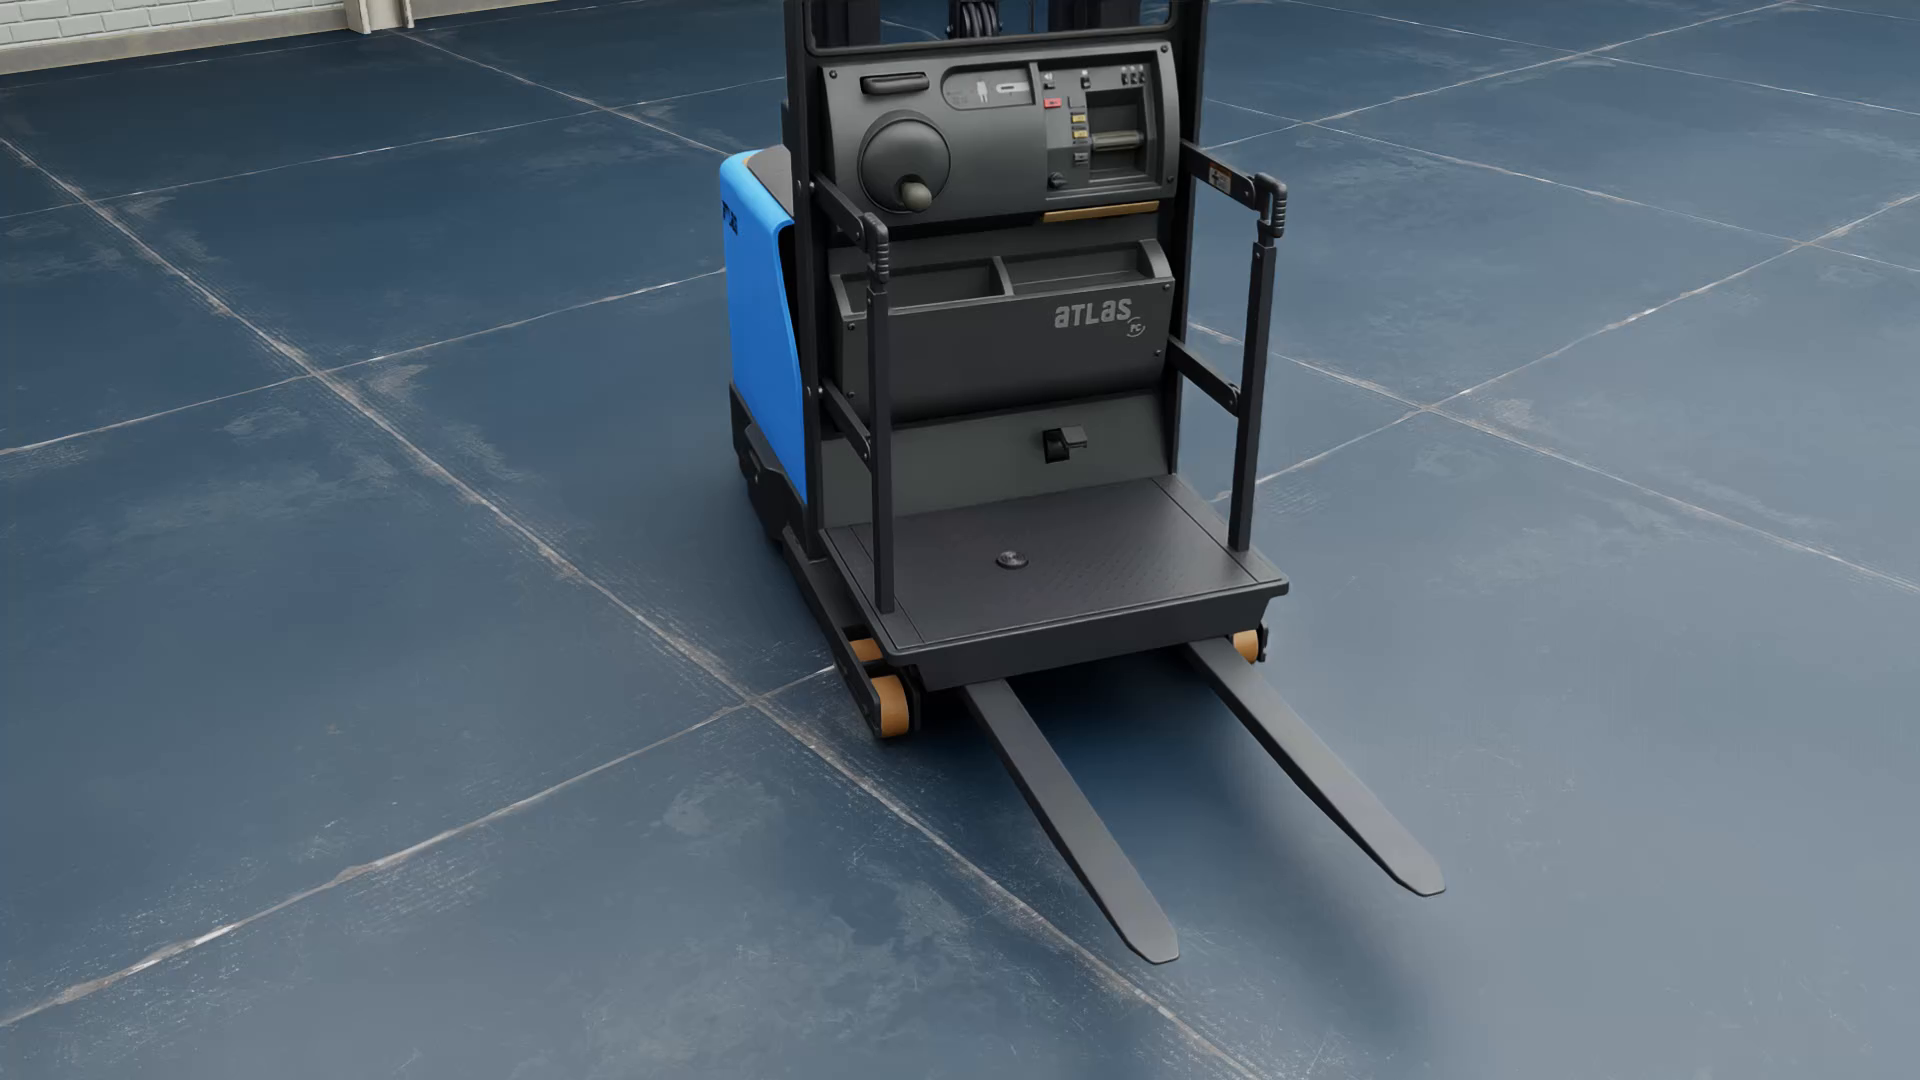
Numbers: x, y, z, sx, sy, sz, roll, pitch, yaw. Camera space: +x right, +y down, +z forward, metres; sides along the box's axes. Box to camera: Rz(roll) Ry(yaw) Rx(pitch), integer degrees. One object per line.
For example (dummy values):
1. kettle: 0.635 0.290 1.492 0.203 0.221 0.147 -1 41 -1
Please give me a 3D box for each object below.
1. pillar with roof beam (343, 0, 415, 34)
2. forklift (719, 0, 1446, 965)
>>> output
1. pillar with roof beam: -1.526 -6.251 7.399 0.400 9.000 9.100 -22 35 -35
2. forklift: 0.190 -0.997 4.005 1.130 2.935 3.031 -9 30 -17
